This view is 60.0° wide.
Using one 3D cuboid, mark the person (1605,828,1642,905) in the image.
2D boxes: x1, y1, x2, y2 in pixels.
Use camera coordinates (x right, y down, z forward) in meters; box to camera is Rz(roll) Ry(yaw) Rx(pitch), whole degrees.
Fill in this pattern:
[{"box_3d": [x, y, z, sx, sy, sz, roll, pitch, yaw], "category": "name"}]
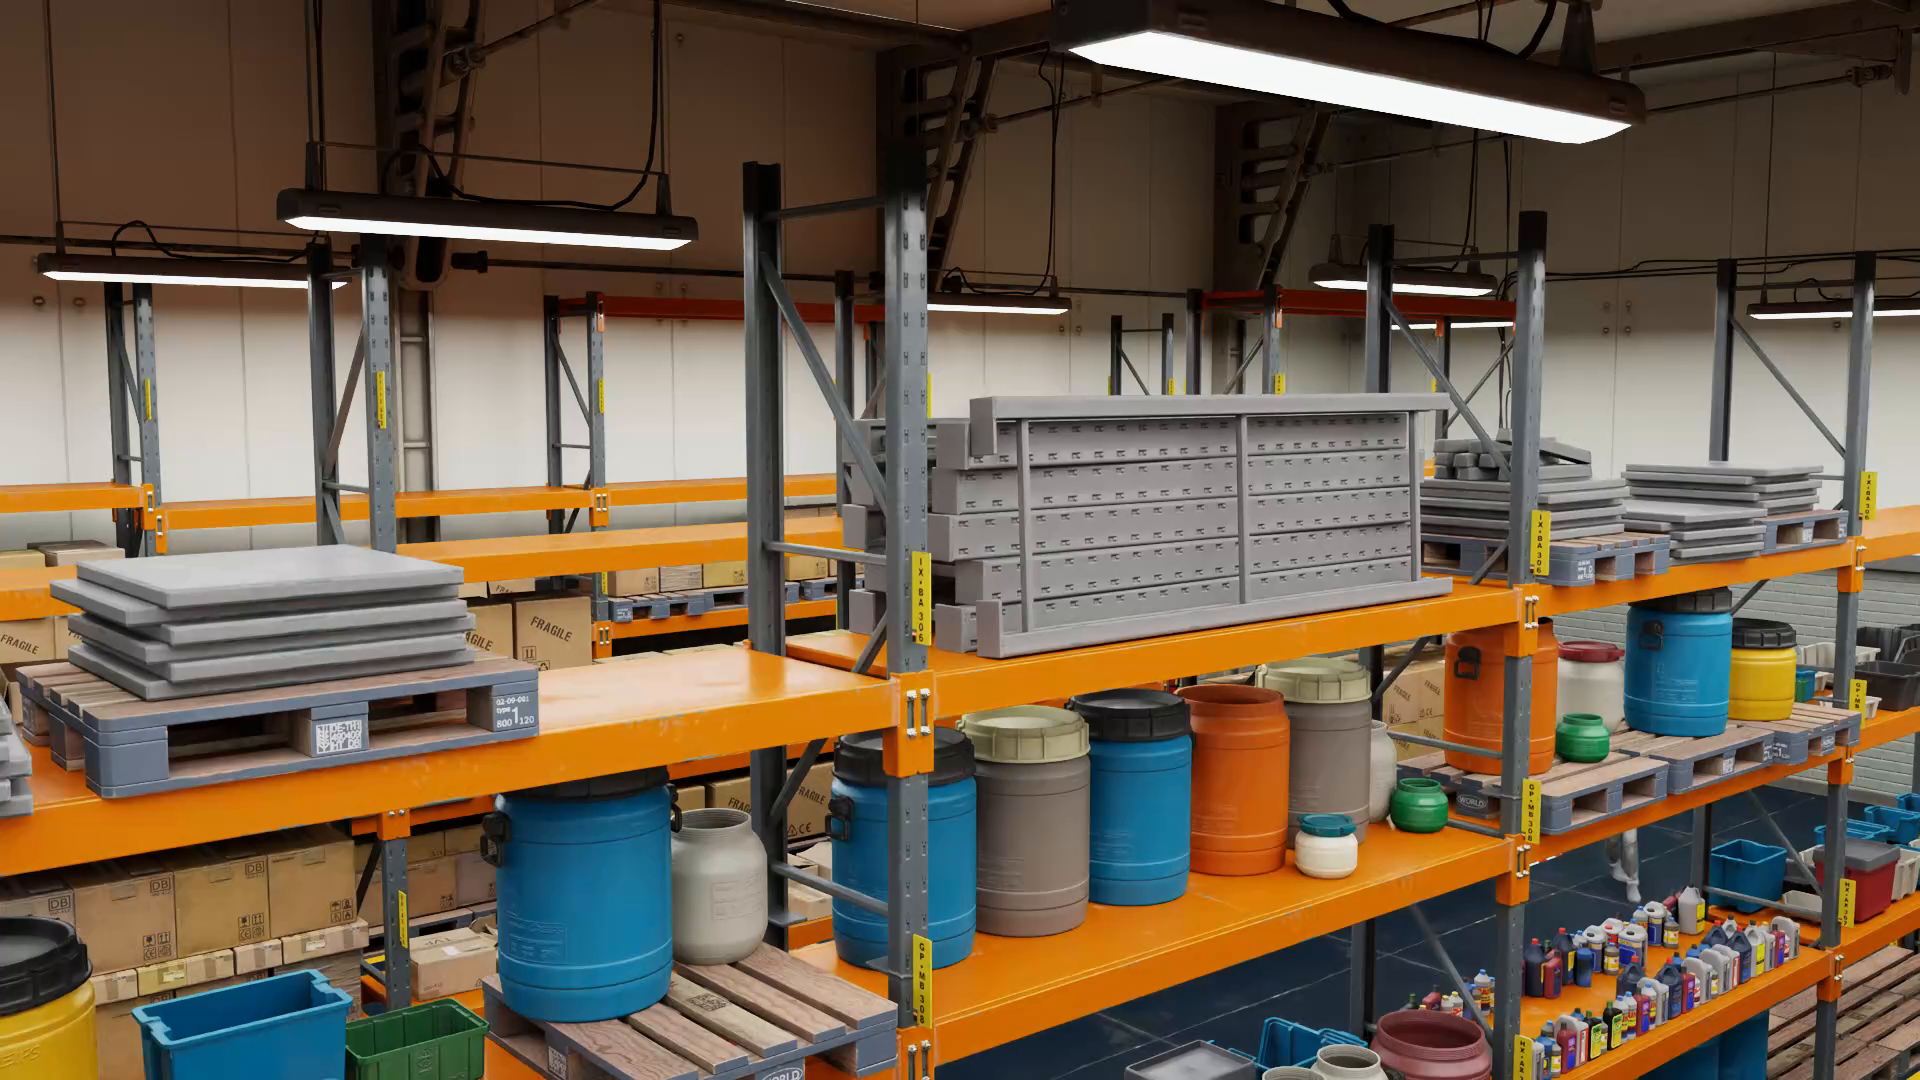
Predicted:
[{"box_3d": [6.569, 2.673, 16.807, 0.699, 1.770, 0.886, 1, 6, 15], "category": "person"}]
